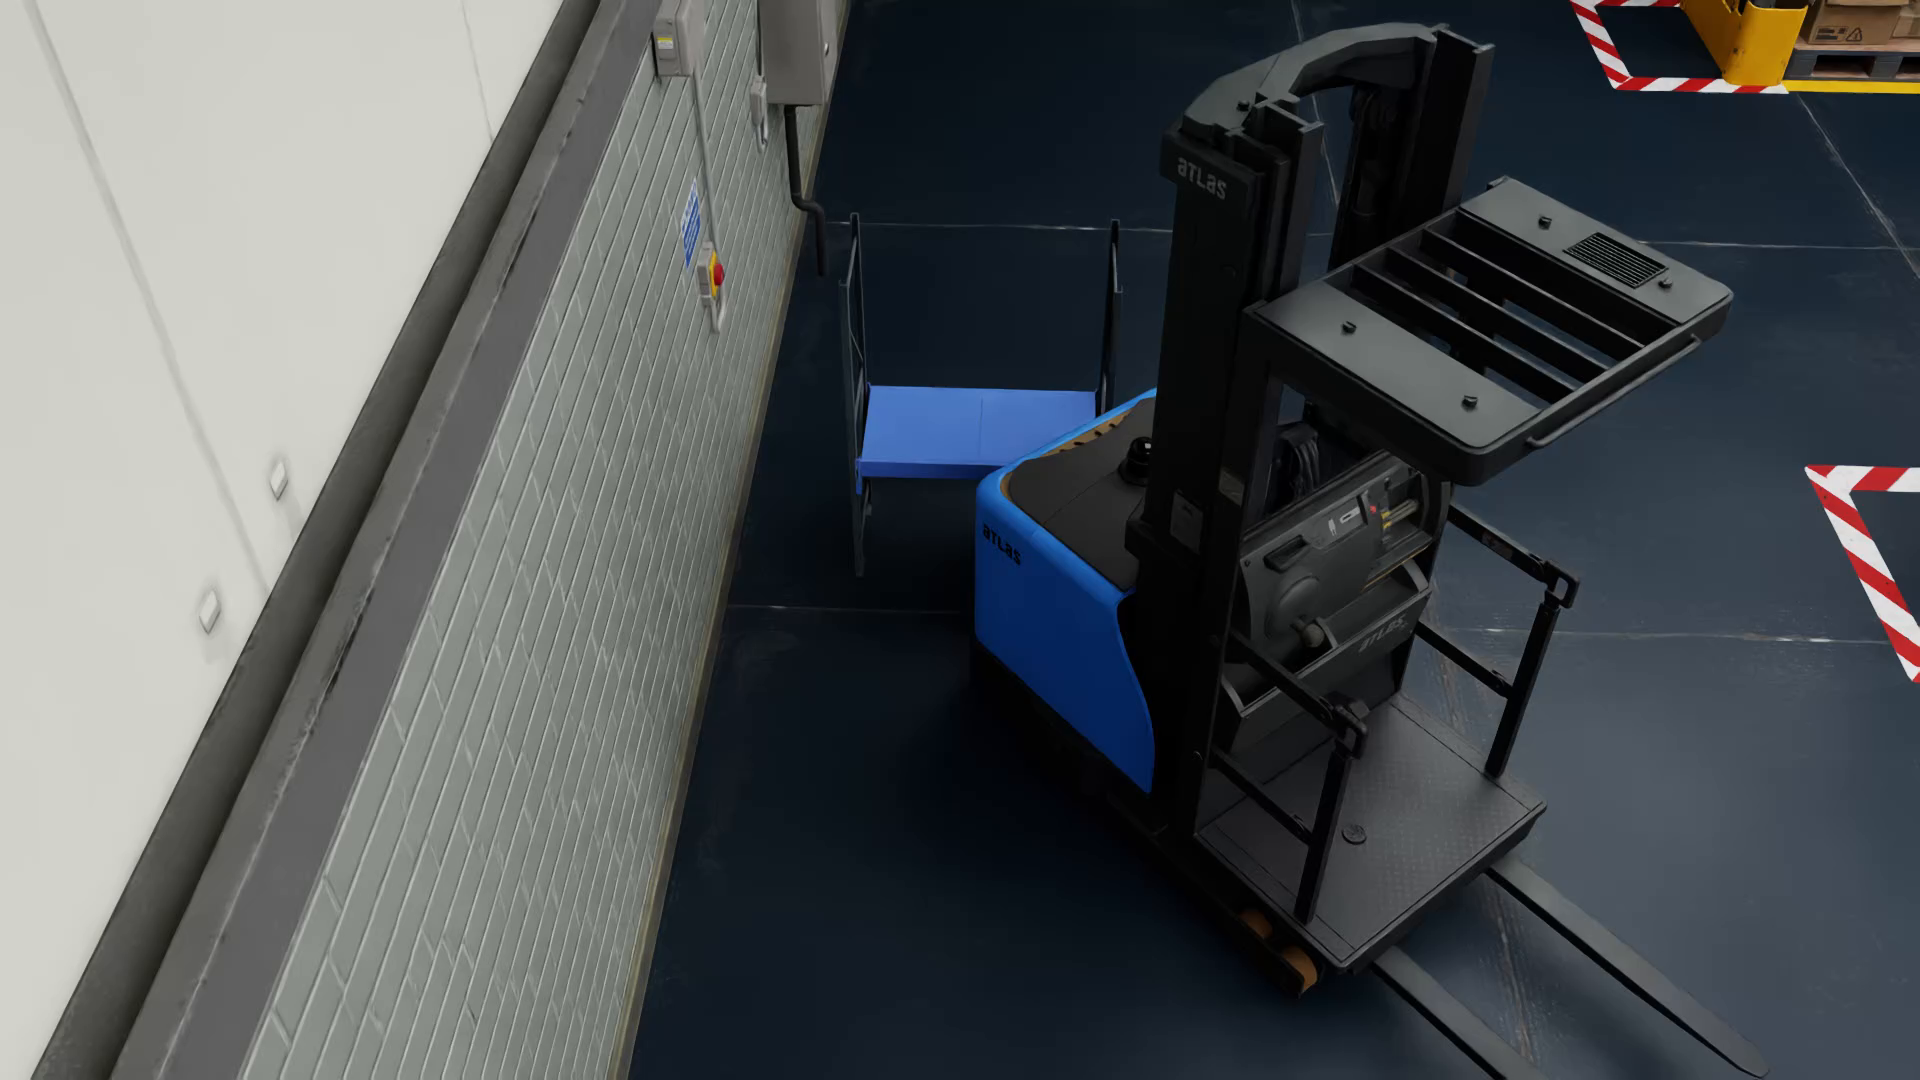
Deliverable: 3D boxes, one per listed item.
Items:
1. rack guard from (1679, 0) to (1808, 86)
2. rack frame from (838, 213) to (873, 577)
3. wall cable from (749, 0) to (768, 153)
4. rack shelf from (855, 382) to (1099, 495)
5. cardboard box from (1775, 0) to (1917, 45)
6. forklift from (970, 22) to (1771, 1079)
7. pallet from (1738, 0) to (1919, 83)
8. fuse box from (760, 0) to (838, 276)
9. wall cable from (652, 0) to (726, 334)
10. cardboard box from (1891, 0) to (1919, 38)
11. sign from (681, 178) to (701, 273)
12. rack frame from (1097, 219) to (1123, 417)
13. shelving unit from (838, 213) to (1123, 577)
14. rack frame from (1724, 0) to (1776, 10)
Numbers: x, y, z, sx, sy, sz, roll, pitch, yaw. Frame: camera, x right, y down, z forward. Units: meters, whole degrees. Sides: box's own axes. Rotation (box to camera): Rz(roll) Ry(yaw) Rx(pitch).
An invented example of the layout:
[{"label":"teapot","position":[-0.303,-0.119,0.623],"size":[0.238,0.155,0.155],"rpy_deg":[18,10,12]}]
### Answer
[{"label":"rack guard","position":[4.991,-3.416,10.635],"size":[0.348,0.500,1.175],"rpy_deg":[2,43,2]},{"label":"rack frame","position":[-0.423,-0.562,6.838],"size":[0.032,1.500,0.500],"rpy_deg":[2,43,2]},{"label":"wall cable","position":[-0.887,-2.447,7.017],"size":[0.122,1.984,0.588],"rpy_deg":[2,43,2]},{"label":"rack shelf","position":[0.085,-0.415,6.944],"size":[1.000,0.185,0.538],"rpy_deg":[2,43,2]},{"label":"cardboard box","position":[5.522,-3.489,10.404],"size":[0.637,0.503,0.797],"rpy_deg":[0,43,0]},{"label":"forklift","position":[1.349,0.084,5.095],"size":[1.130,2.935,3.031],"rpy_deg":[-28,50,-27]},{"label":"pallet","position":[5.787,-3.286,10.708],"size":[1.213,0.211,1.003],"rpy_deg":[2,43,2]},{"label":"fuse box","position":[-0.699,-2.064,8.296],"size":[0.414,1.711,0.539],"rpy_deg":[2,43,2]},{"label":"wall cable","position":[-0.939,-1.493,5.969],"size":[0.123,1.953,0.585],"rpy_deg":[2,43,2]},{"label":"cardboard box","position":[5.944,-3.320,10.482],"size":[0.250,0.149,0.380],"rpy_deg":[0,43,0]},{"label":"sign","position":[-1.002,-1.177,6.201],"size":[0.001,0.218,0.327],"rpy_deg":[2,43,2]},{"label":"rack frame","position":[0.593,-0.531,6.805],"size":[0.032,1.500,0.500],"rpy_deg":[2,43,2]},{"label":"shelving unit","position":[0.085,-0.546,6.821],"size":[1.048,1.500,0.538],"rpy_deg":[2,43,2]},{"label":"rack frame","position":[4.915,-4.332,9.785],"size":[0.127,3.000,1.000],"rpy_deg":[2,43,2]}]
